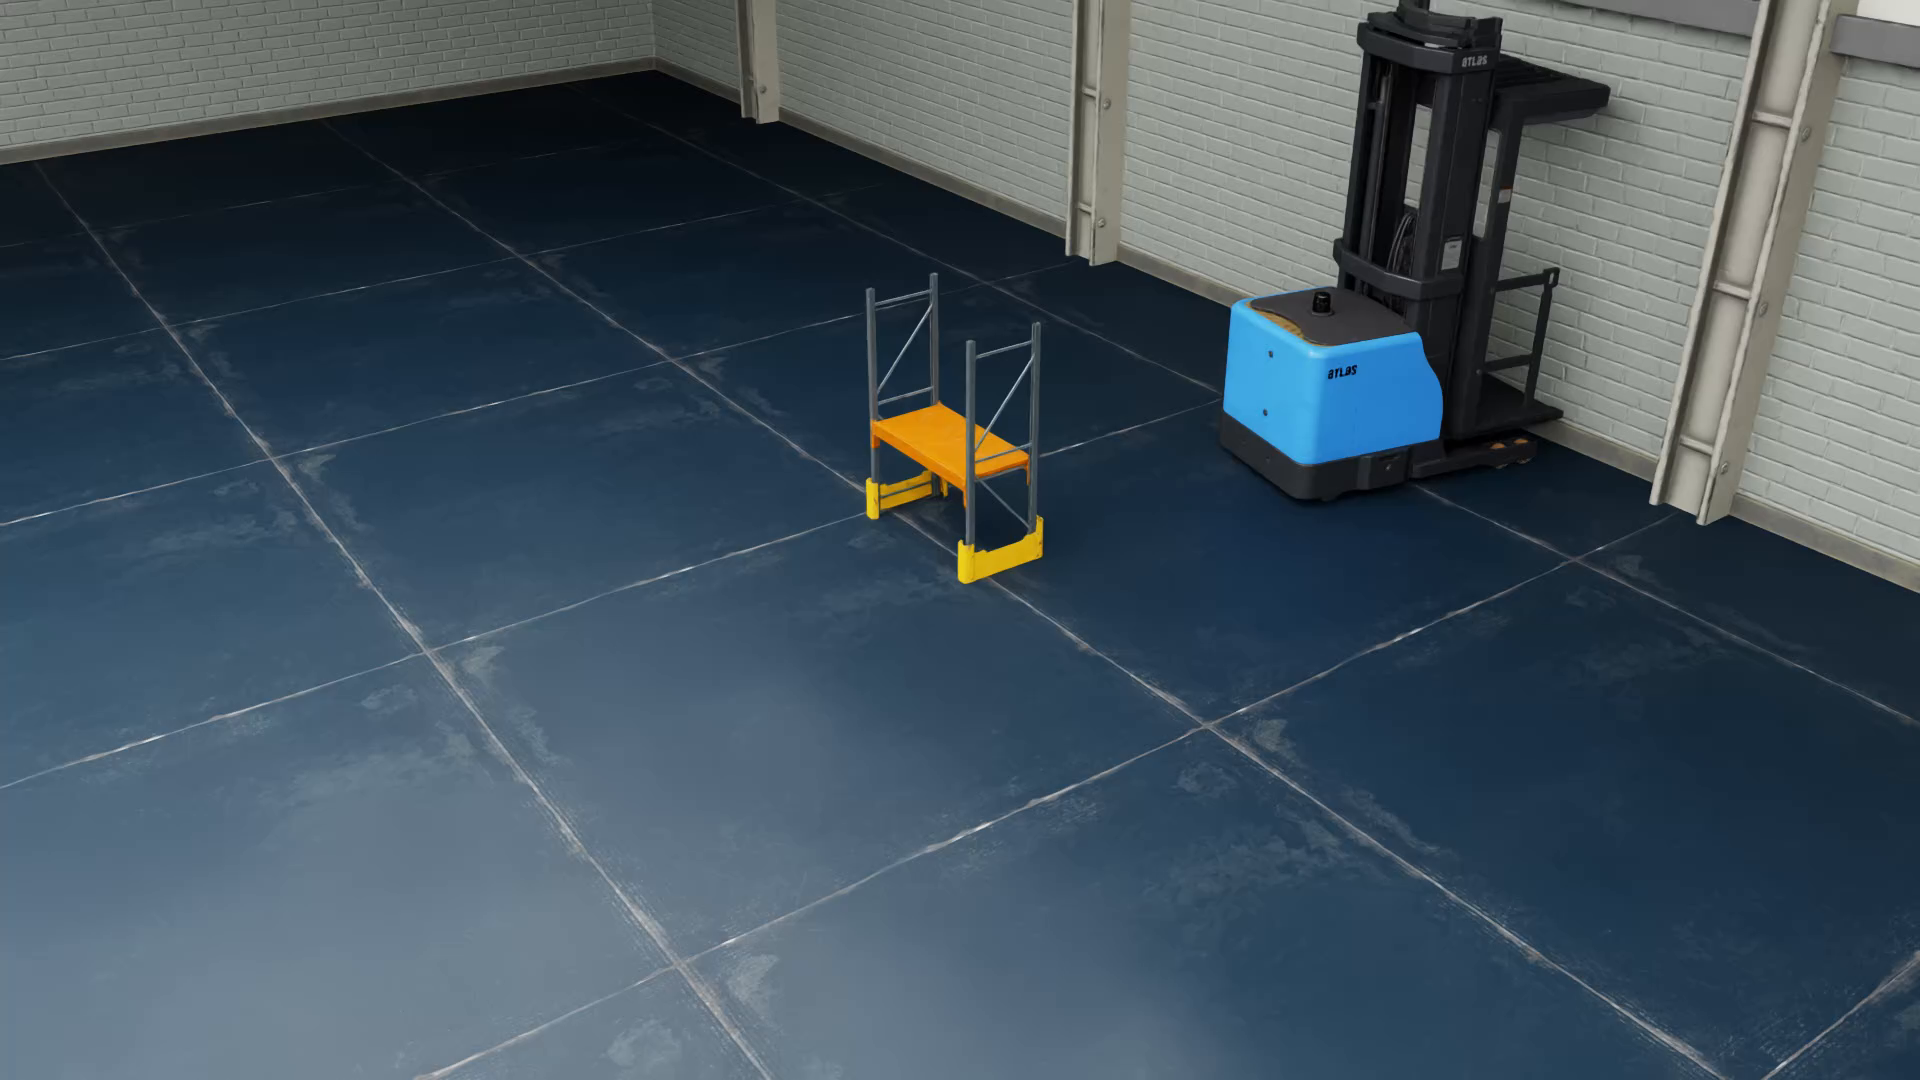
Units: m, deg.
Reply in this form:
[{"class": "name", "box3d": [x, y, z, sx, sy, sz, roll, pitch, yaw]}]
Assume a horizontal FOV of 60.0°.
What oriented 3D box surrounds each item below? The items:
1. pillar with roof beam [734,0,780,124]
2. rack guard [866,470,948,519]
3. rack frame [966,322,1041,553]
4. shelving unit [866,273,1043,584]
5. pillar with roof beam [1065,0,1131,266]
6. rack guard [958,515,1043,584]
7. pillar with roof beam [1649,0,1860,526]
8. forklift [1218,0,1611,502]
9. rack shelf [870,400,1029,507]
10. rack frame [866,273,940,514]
[{"class": "pillar with roof beam", "box3d": [-5.802, -7.635, 14.878, 9.100, 9.000, 0.400, -19, 34, -31]}, {"class": "rack guard", "box3d": [-0.333, -0.333, 10.601, 0.587, 0.250, 0.087, -19, 34, -31]}, {"class": "rack frame", "box3d": [0.245, -0.495, 9.589, 0.500, 1.500, 0.032, -19, 34, -31]}, {"class": "shelving unit", "box3d": [-0.044, -0.689, 9.947, 0.587, 1.500, 1.083, -19, 34, -31]}, {"class": "pillar with roof beam", "box3d": [-2.321, -5.302, 10.584, 9.100, 9.000, 0.400, -19, 34, -31]}, {"class": "rack guard", "box3d": [0.245, 0.054, 9.888, 0.587, 0.250, 0.087, -19, 34, -31]}, {"class": "pillar with roof beam", "box3d": [1.159, -2.969, 6.289, 9.100, 9.000, 0.400, -19, 34, -31]}, {"class": "forklift", "box3d": [3.324, -1.984, 10.833, 3.031, 2.935, 1.130, -12, 31, -21]}, {"class": "rack shelf", "box3d": [-0.049, -0.534, 10.039, 0.538, 0.185, 1.000, -19, 34, -31]}, {"class": "rack frame", "box3d": [-0.344, -0.890, 10.317, 0.500, 1.500, 0.032, -19, 34, -31]}]
